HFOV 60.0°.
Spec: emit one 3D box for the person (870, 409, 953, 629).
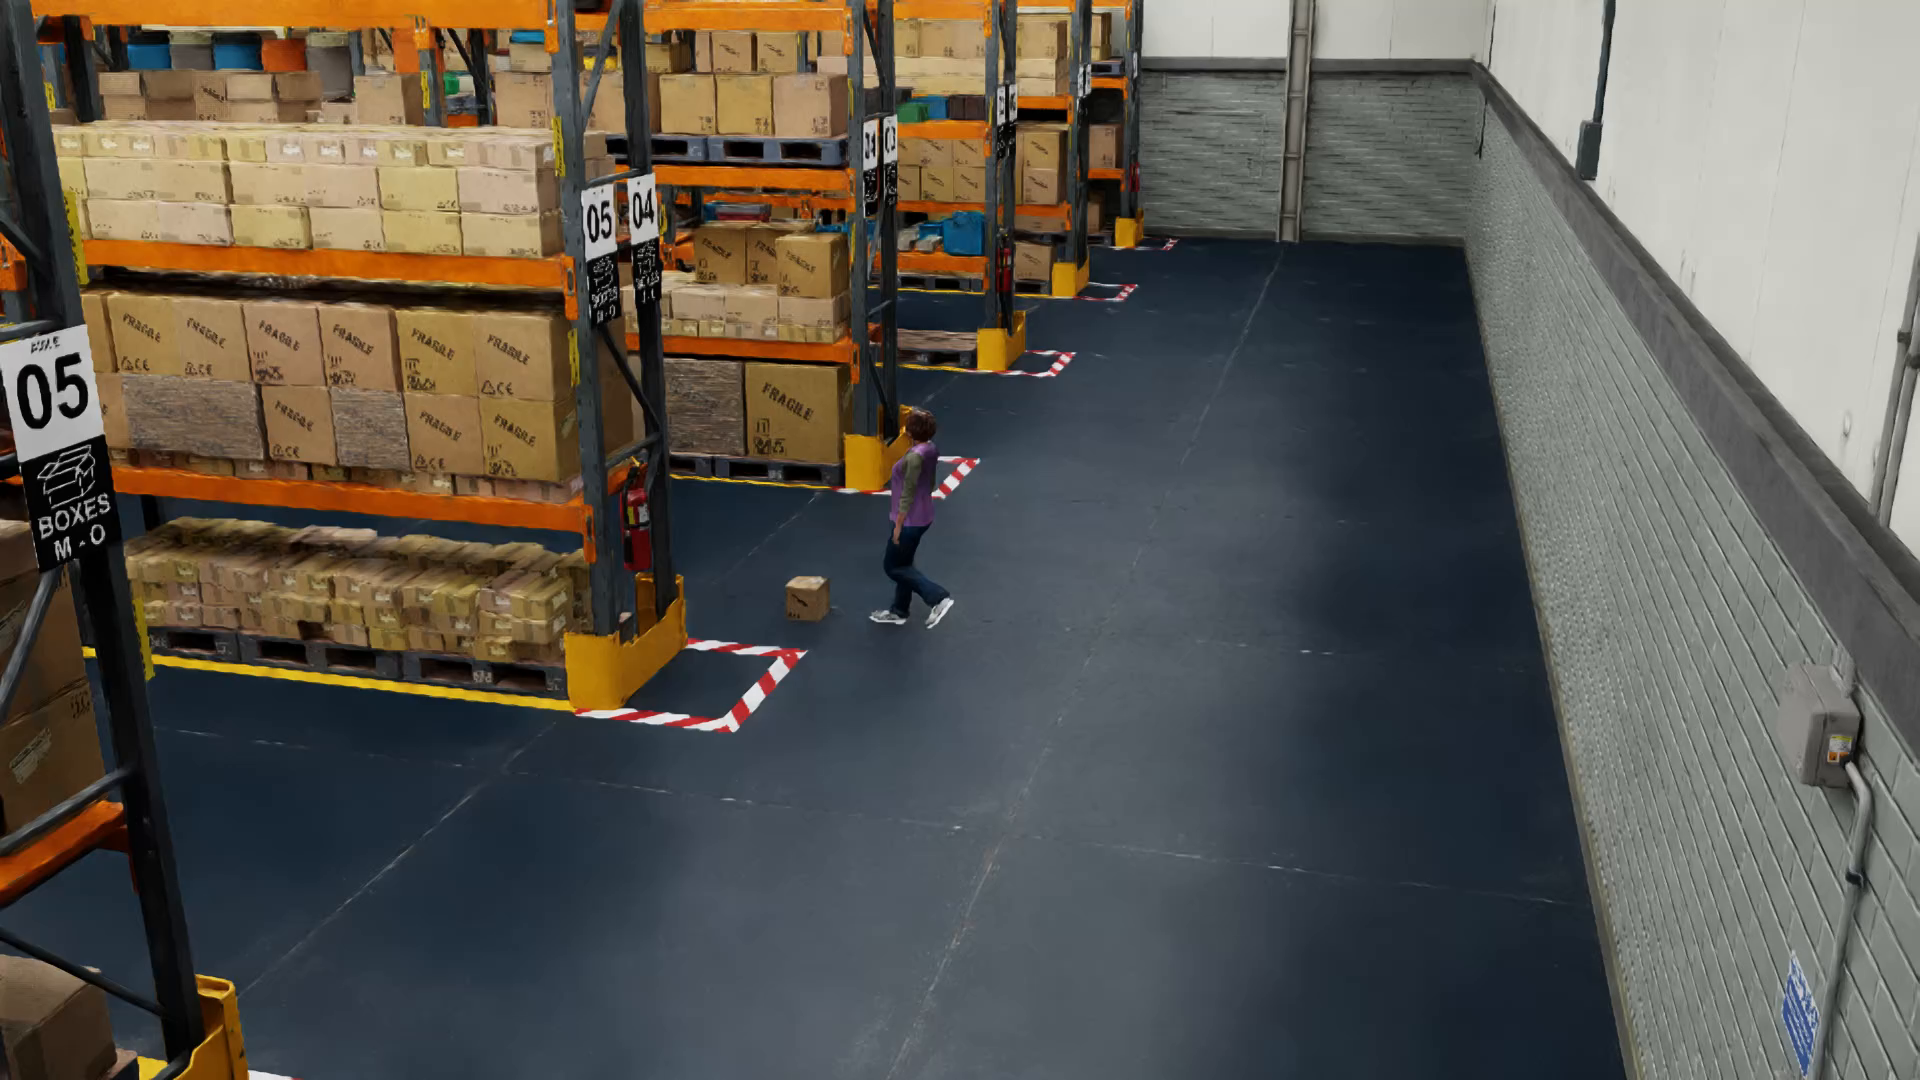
[{"bbox_3d":[-0.337,-0.132,11.414,0.665,1.586,0.438,5,19,15],"label":"person"}]
